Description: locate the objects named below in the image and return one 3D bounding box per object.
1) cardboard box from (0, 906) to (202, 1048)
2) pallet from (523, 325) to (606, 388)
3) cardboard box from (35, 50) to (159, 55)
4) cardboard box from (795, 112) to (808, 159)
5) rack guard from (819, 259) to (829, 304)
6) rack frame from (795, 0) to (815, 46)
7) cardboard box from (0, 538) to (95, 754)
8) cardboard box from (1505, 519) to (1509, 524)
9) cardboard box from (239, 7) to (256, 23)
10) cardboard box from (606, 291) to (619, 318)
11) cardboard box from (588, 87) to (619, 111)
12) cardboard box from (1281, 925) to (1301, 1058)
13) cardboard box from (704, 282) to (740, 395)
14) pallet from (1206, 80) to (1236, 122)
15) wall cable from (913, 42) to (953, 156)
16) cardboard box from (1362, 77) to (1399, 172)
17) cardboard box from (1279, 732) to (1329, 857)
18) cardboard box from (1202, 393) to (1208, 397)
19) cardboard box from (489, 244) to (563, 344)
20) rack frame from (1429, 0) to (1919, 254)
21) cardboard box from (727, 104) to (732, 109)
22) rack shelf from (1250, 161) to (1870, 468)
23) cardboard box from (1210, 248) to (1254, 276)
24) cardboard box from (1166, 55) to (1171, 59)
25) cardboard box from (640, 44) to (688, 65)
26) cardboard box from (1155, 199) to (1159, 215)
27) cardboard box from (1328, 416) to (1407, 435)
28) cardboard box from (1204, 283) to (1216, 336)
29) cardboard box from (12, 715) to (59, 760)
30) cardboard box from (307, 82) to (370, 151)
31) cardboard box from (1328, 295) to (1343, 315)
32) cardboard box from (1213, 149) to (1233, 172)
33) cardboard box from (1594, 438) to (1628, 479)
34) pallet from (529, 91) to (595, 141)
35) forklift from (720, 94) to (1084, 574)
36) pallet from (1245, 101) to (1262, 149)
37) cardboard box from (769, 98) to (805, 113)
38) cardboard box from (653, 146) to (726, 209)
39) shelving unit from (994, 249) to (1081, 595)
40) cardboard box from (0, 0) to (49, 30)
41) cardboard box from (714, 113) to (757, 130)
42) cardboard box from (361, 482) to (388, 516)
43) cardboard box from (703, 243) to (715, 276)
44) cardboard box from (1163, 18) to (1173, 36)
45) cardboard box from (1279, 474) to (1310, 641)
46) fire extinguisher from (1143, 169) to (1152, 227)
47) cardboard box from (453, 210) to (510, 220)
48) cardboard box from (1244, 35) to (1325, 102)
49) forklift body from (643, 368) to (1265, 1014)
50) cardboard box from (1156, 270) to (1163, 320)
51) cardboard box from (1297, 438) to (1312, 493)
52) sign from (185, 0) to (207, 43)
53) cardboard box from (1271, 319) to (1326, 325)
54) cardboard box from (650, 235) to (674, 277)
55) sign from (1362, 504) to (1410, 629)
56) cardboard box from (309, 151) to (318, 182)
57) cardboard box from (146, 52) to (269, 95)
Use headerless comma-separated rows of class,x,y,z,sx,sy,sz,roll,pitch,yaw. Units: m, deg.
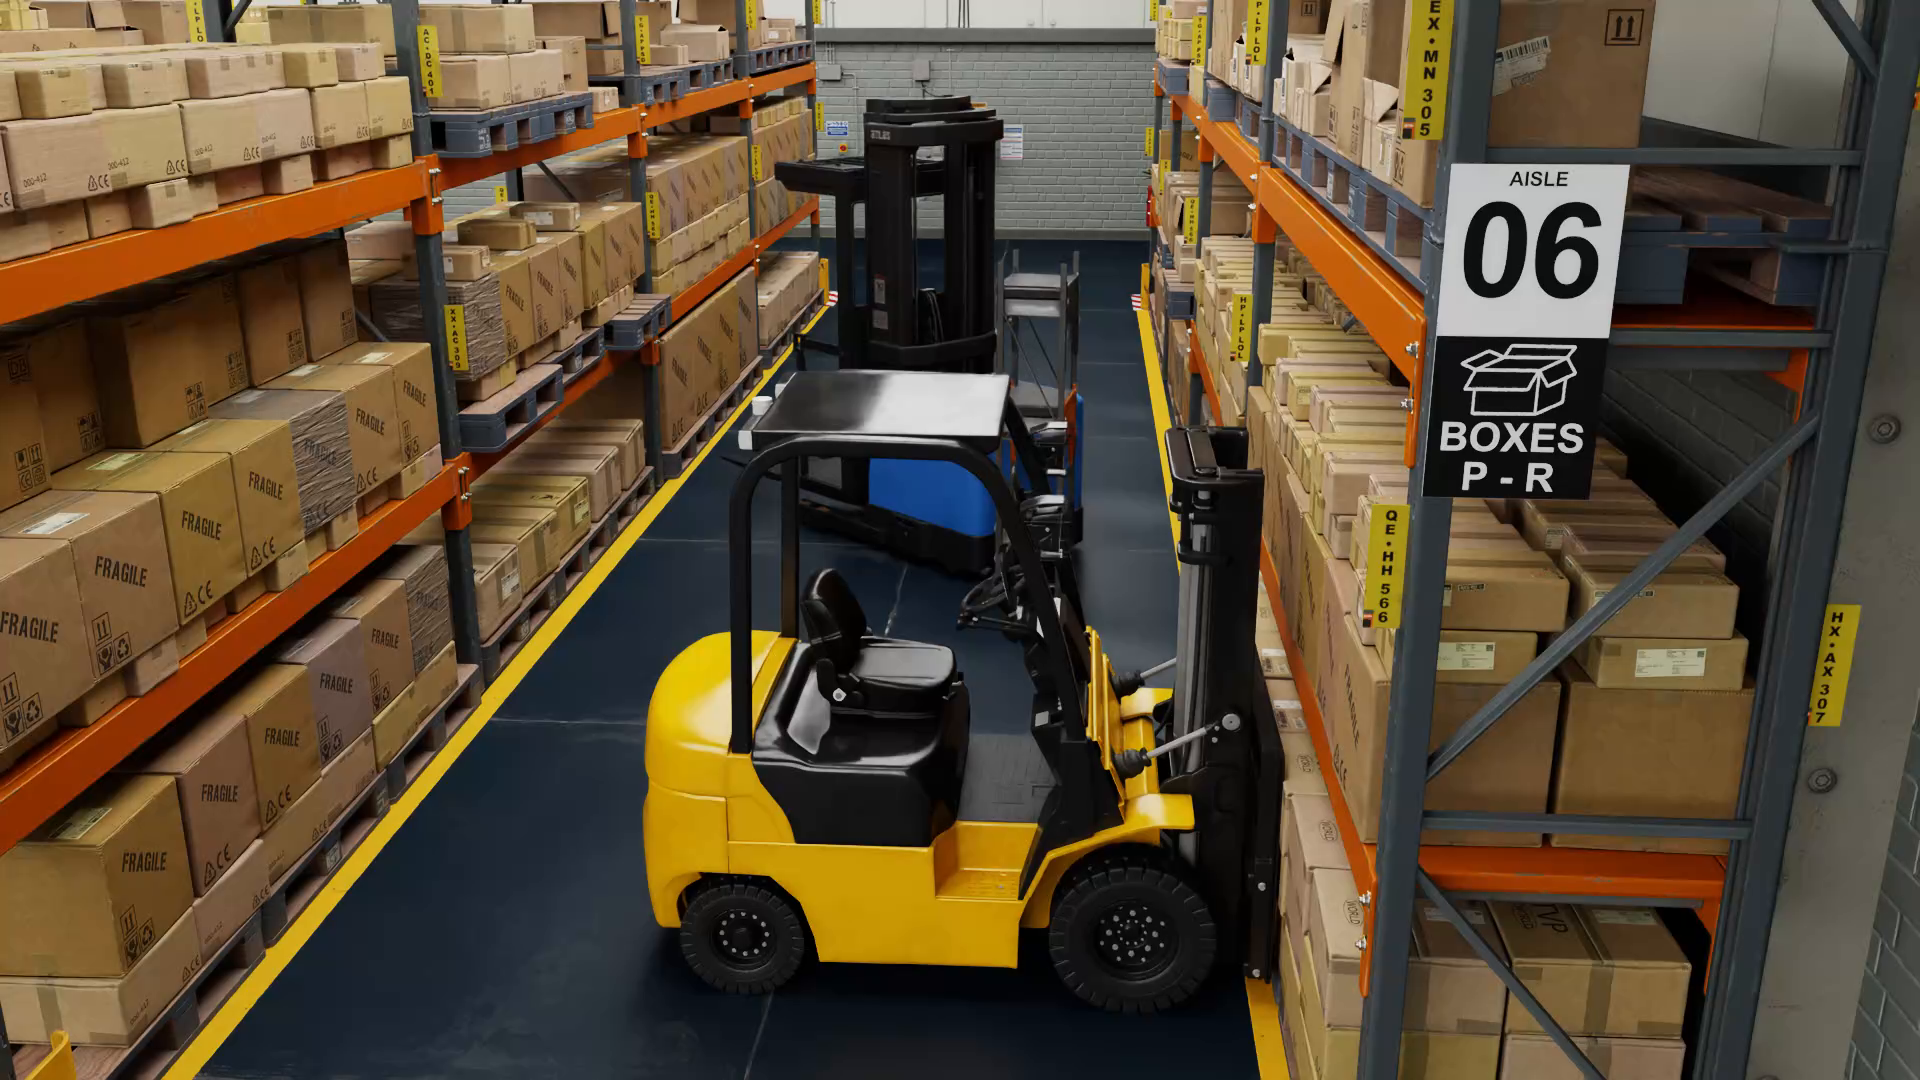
cardboard box,-3.009,1.500,5.769,0.500,0.250,0.500,1,18,3
pallet,-2.870,-1.140,10.394,1.003,0.211,1.213,1,18,4
cardboard box,-3.434,-1.877,6.639,0.380,0.149,0.250,1,18,2
cardboard box,-2.001,-4.536,18.684,0.500,0.500,0.500,1,18,4
rack guard,-2.194,-3.151,20.238,1.175,0.500,0.348,1,18,4
rack frame,-2.195,-7.183,18.892,1.000,3.000,0.127,1,18,4
cardboard box,-3.032,0.308,5.029,0.500,0.500,0.500,1,18,3
cardboard box,2.055,-0.106,5.727,0.380,0.149,0.250,2,18,6
cardboard box,-7.111,-5.119,16.207,0.380,0.149,0.250,1,18,2
cardboard box,-2.504,-1.578,11.151,0.380,0.149,0.250,0,18,1
cardboard box,-2.582,-3.051,11.502,0.380,0.149,0.250,1,18,4
cardboard box,1.372,1.547,5.626,0.500,0.250,0.500,1,18,4
cardboard box,-2.504,-1.804,14.850,0.875,0.875,0.875,2,18,6
pallet,2.223,-2.860,10.821,1.213,0.211,1.003,2,18,6
wall cable,-0.399,-6.538,24.928,0.588,1.984,0.122,1,18,4
cardboard box,1.383,-1.204,4.845,0.396,0.266,0.258,1,18,4
cardboard box,1.388,0.913,5.954,0.500,0.250,0.500,2,18,5
cardboard box,1.998,-0.885,12.648,0.500,0.500,0.500,2,18,6
cardboard box,-2.652,-1.441,9.692,0.500,0.500,0.500,1,18,4
rack frame,1.609,-2.104,3.392,1.000,3.000,0.127,1,18,4
cardboard box,-2.650,-4.578,17.769,0.380,0.149,0.250,1,18,3
rack shelf,1.752,-0.958,5.866,1.077,0.370,4.000,1,18,4
cardboard box,1.855,-1.838,11.011,0.380,0.149,0.250,2,18,5
cardboard box,2.281,-4.792,16.178,0.500,0.250,0.500,1,18,2
cardboard box,-2.468,-4.013,13.736,0.380,0.166,0.250,3,18,9
cardboard box,2.317,-3.608,18.020,0.380,0.149,0.250,1,18,2
cardboard box,1.528,-0.343,5.971,0.380,0.149,0.250,2,18,5
cardboard box,1.814,-1.454,10.481,0.500,0.250,0.500,1,18,3
cardboard box,-3.108,0.577,5.248,0.380,0.149,0.250,2,18,5
cardboard box,-2.854,-1.800,7.046,0.500,0.250,0.500,1,18,3
cardboard box,2.266,-1.272,9.284,0.380,0.149,0.250,1,18,4
cardboard box,2.841,-3.863,16.953,0.500,0.500,0.500,1,18,2
cardboard box,2.047,-0.251,5.691,0.380,0.149,0.250,1,18,3
pallet,-2.834,-2.453,9.575,1.213,0.211,1.003,1,18,4
forklift,-0.552,-1.557,11.468,1.130,2.935,3.031,-16,24,-41
pallet,1.946,-2.104,8.517,0.805,0.209,1.217,1,18,2
cardboard box,-1.950,-4.885,18.707,0.380,0.149,0.250,1,18,3
cardboard box,-2.349,-3.150,14.453,0.500,0.500,0.500,2,18,6
shelving unit,0.467,-0.667,10.085,0.431,2.100,0.503,4,19,12
cardboard box,-7.394,-4.123,12.980,0.396,0.266,0.258,1,18,4
cardboard box,-2.198,-4.093,16.288,0.380,0.149,0.250,2,18,5
cardboard box,-2.882,-0.222,7.687,0.380,0.149,0.250,1,18,4
cardboard box,-2.388,-2.398,14.166,0.500,0.250,0.500,1,18,4
cardboard box,2.010,-4.591,14.891,0.380,0.149,0.250,2,18,6
cardboard box,1.490,0.064,6.249,0.500,0.500,0.500,1,18,4
fire extinguisher,2.305,-4.064,19.732,0.296,0.674,0.183,1,18,4
cardboard box,-3.062,-1.939,11.211,0.500,0.500,0.500,2,18,7
cardboard box,1.704,-2.356,8.286,0.500,0.311,0.500,1,18,2
forklift body,-0.075,0.521,6.380,2.313,2.155,1.214,1,18,4
cardboard box,2.380,-2.619,17.940,0.500,0.500,0.500,2,18,5
cardboard box,1.480,-0.278,6.252,0.380,0.149,0.250,1,18,3
sign,-3.609,-2.474,7.877,0.100,0.325,0.005,1,18,4
cardboard box,1.699,-1.043,8.585,0.380,0.149,0.250,1,18,3
cardboard box,-2.486,-2.165,12.652,0.500,0.250,0.500,1,18,4
sign,1.069,0.068,4.159,0.100,0.325,0.005,1,18,4
cardboard box,-2.940,-1.572,6.989,0.380,0.149,0.250,1,18,2
cardboard box,-2.886,-1.782,6.350,0.380,0.149,0.250,1,18,5
